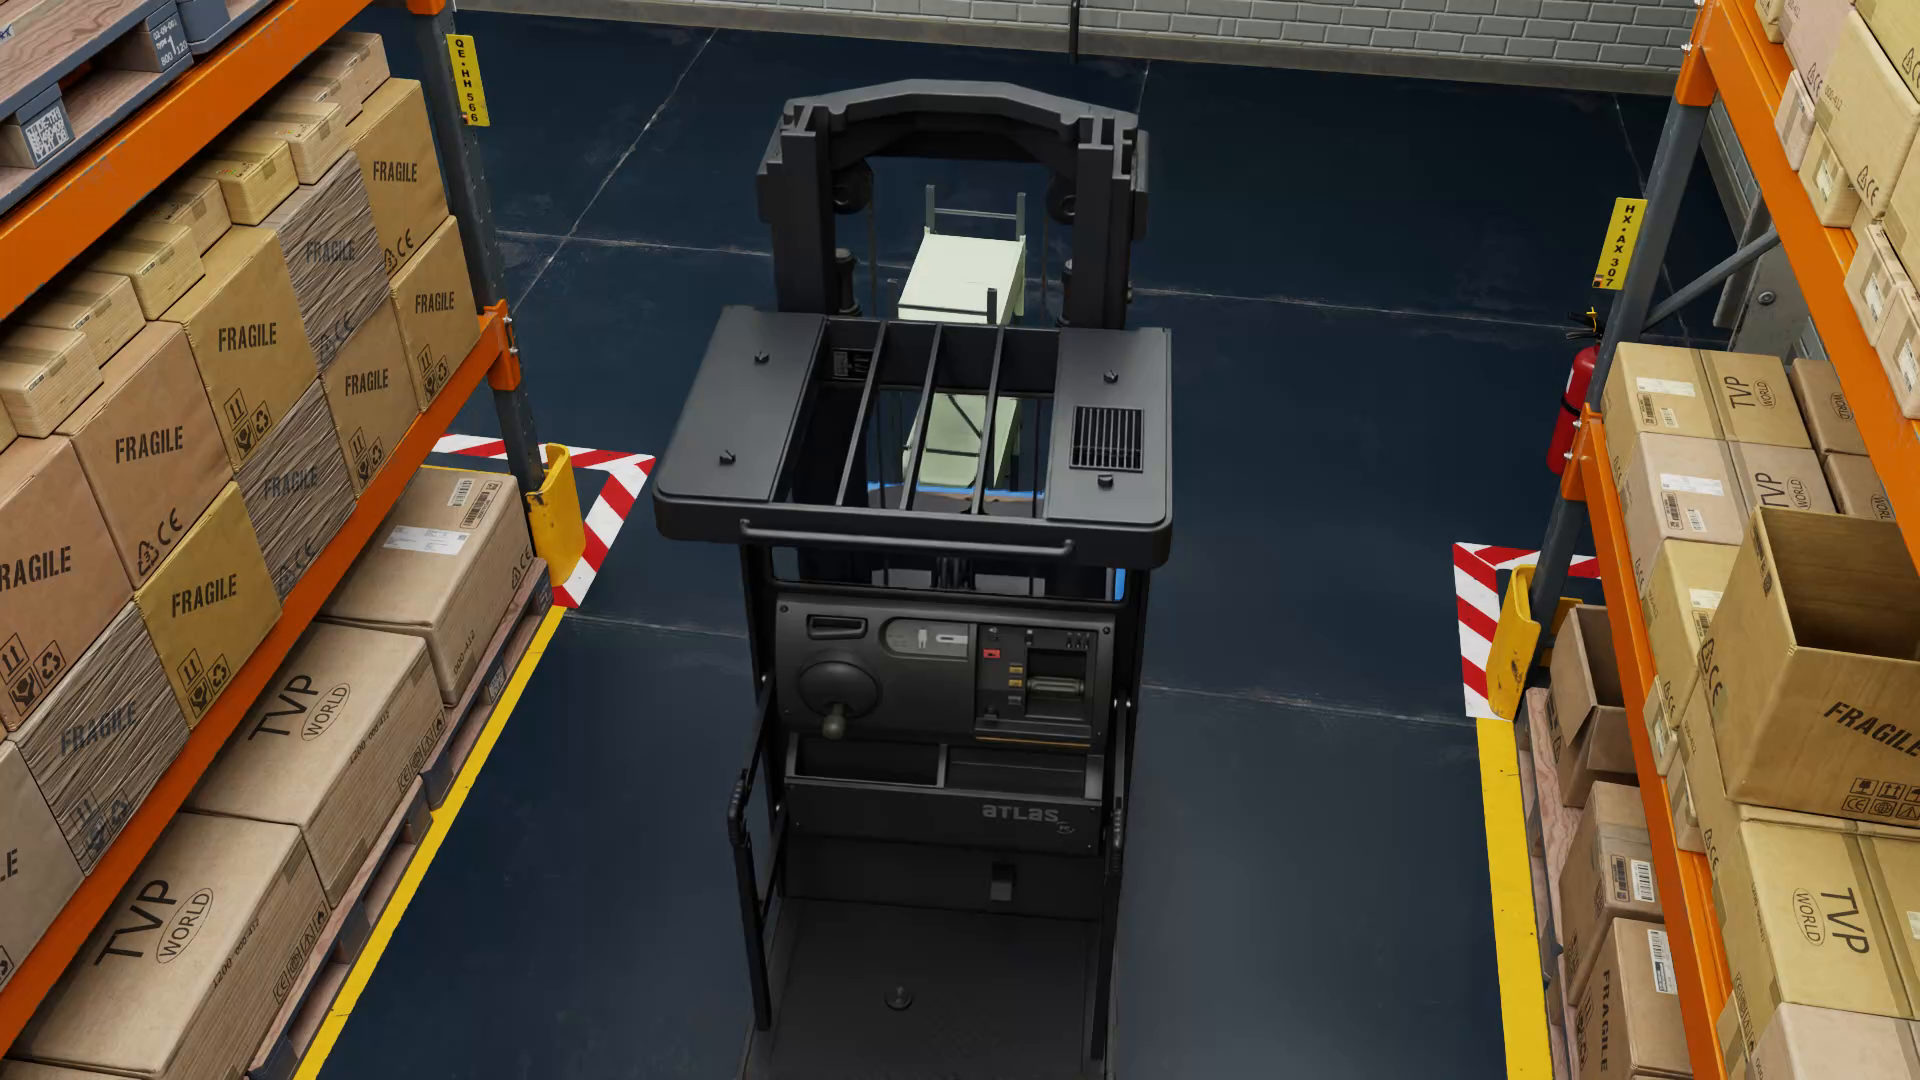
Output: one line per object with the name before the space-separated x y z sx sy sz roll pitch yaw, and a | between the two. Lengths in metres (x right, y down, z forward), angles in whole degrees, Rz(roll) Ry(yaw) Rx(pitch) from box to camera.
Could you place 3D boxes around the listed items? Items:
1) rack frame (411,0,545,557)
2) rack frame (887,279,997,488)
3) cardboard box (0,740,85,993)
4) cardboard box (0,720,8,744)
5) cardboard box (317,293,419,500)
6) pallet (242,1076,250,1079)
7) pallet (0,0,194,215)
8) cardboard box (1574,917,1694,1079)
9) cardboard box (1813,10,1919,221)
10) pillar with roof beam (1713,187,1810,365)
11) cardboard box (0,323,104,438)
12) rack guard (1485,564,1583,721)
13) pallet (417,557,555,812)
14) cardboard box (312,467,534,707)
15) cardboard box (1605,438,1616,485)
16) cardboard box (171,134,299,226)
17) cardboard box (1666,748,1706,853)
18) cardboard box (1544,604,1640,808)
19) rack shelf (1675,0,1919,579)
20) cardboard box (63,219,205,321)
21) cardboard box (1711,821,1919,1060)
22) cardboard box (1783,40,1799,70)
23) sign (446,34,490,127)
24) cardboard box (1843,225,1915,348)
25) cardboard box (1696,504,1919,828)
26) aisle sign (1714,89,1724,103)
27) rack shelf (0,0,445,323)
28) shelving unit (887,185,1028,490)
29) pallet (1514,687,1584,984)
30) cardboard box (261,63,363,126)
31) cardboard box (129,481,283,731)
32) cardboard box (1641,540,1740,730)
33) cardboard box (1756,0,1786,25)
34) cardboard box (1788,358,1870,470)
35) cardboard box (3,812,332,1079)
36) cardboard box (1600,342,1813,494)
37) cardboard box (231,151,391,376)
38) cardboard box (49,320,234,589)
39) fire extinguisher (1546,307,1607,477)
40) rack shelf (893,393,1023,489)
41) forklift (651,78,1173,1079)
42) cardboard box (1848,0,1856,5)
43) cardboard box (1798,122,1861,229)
rack frame | -2.222 -1.106 6.233 1.000 3.000 0.127 6 40 8
rack frame | -0.064 -0.344 6.489 0.400 1.500 0.023 6 40 8
cardboard box | -2.484 0.785 3.868 0.500 0.500 0.500 7 40 8
cardboard box | -2.500 0.392 3.558 0.500 0.500 0.500 6 40 7
cardboard box | -2.146 -0.499 5.421 0.500 0.500 0.500 6 40 7
pallet | -2.706 2.011 4.652 1.003 0.211 1.213 6 40 8
pallet | -2.549 -0.993 3.812 1.003 0.211 1.213 6 40 8
cardboard box | 2.092 1.467 4.753 0.500 0.500 0.500 7 40 8
cardboard box | 2.153 -0.884 3.495 0.500 0.250 0.500 5 40 6
pillar with roof beam | -0.218 -4.940 6.163 9.100 9.000 0.400 6 40 8
cardboard box | -2.322 -0.392 3.998 0.380 0.149 0.250 7 40 8
rack guard | 2.654 0.450 6.313 1.175 0.500 0.348 6 40 8
pallet | -2.283 0.480 6.504 1.003 0.211 1.213 6 40 8
cardboard box | -2.238 0.145 6.401 0.875 0.438 0.875 5 40 6
cardboard box | 2.340 -0.288 5.441 0.380 0.149 0.250 6 40 7
cardboard box | -2.153 -1.045 4.788 0.380 0.149 0.250 7 40 9
cardboard box | 2.043 0.683 4.267 0.380 0.149 0.250 7 40 9
cardboard box | 2.468 0.613 5.784 0.797 0.503 0.637 5 40 6
rack shelf | 2.321 -0.184 3.329 1.077 0.370 4.000 6 40 8
cardboard box | -2.254 -0.725 4.401 0.380 0.149 0.250 7 40 9
cardboard box | 1.995 0.919 3.669 0.500 0.250 0.500 6 40 7
cardboard box | 2.364 -1.278 4.285 0.380 0.149 0.250 7 40 8
sign | -1.690 -1.575 5.706 0.100 0.325 0.005 6 40 8
cardboard box | 2.022 -0.494 3.337 0.380 0.149 0.250 6 40 8
cardboard box | 2.064 0.290 3.841 0.500 0.500 0.500 7 40 9
aisle sign | 2.390 -1.638 4.837 0.394 0.787 0.004 6 40 8
rack shelf | -2.568 -0.729 3.988 1.077 0.370 4.000 6 40 8
shelving unit | -0.001 -0.574 6.767 0.431 1.500 0.755 6 40 8
pallet | 2.517 1.062 5.800 1.003 0.211 1.213 6 40 8
cardboard box | -2.107 -1.370 5.181 0.380 0.149 0.250 7 40 8
cardboard box | -2.302 0.151 4.635 0.500 0.500 0.500 8 40 9
cardboard box | 2.152 0.273 4.451 0.500 0.250 0.500 6 40 7
cardboard box | 2.321 -1.525 4.271 0.500 0.250 0.500 6 40 7
cardboard box | 2.849 -0.299 5.142 0.500 0.250 0.500 7 40 9
cardboard box | -2.546 1.286 5.021 0.875 0.438 0.875 5 40 6
cardboard box | 2.324 -0.362 5.218 0.500 0.250 0.500 7 40 8
cardboard box | -2.132 -0.869 5.084 0.500 0.500 0.500 7 40 8
cardboard box | -2.310 -0.244 4.328 0.500 0.500 0.500 6 40 7
fire extinguisher | 2.238 -0.530 5.891 0.296 0.674 0.183 6 40 8
rack shelf | -0.001 -0.323 6.975 0.431 0.370 0.720 6 40 8
forklift | -0.064 0.448 4.408 1.130 2.935 3.031 4 40 4
cardboard box | 2.237 -1.398 3.725 0.500 0.250 0.500 6 40 7
cardboard box | 2.120 -0.809 3.717 0.380 0.149 0.250 6 40 8
